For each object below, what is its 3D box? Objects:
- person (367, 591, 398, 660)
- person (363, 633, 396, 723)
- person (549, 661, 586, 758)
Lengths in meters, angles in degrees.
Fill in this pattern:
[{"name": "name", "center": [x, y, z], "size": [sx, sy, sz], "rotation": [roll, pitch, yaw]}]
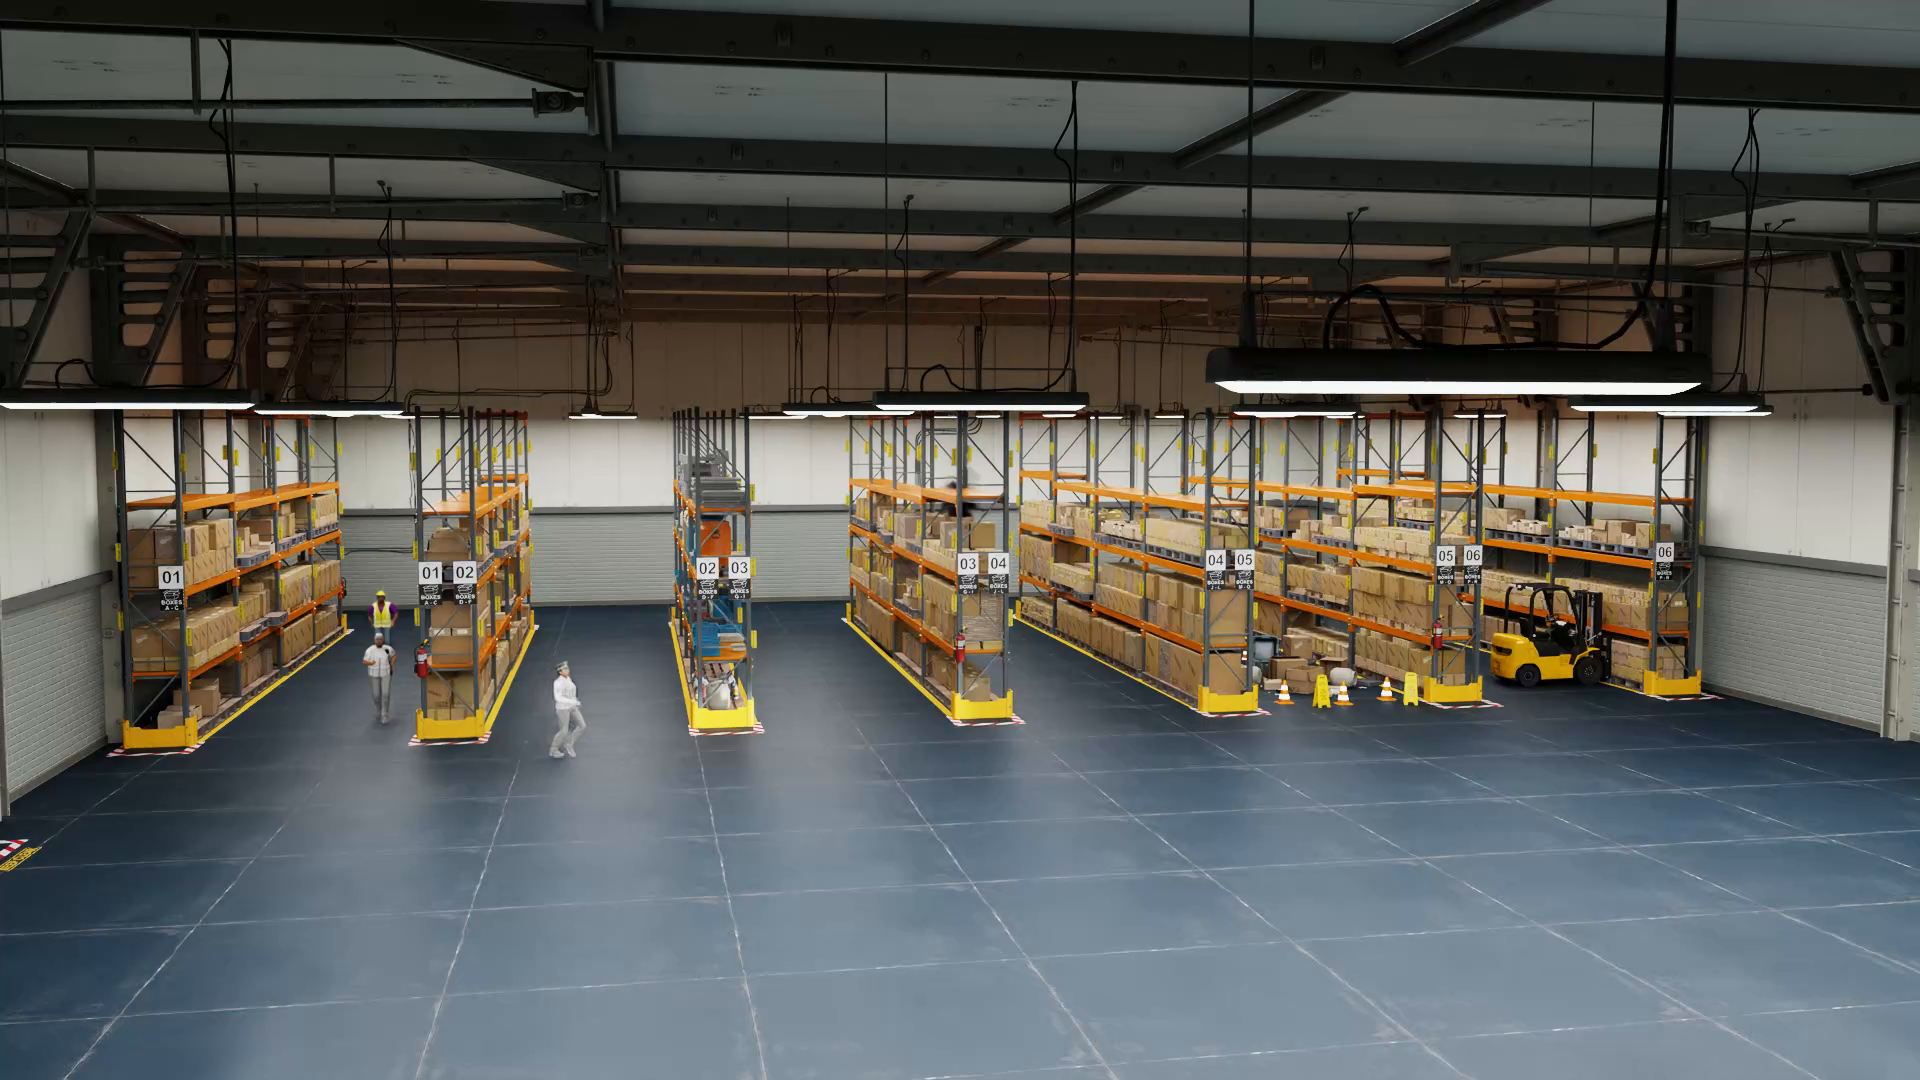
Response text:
[{"name": "person", "center": [-13.642, 2.064, 39.261], "size": [0.668, 1.721, 0.569], "rotation": [-1, 4, -13]}, {"name": "person", "center": [-11.075, 2.602, 31.743], "size": [0.602, 1.663, 0.913], "rotation": [-1, 4, -17]}, {"name": "person", "center": [-6.687, 2.882, 28.294], "size": [0.654, 1.678, 0.623], "rotation": [1, 4, 20]}]
